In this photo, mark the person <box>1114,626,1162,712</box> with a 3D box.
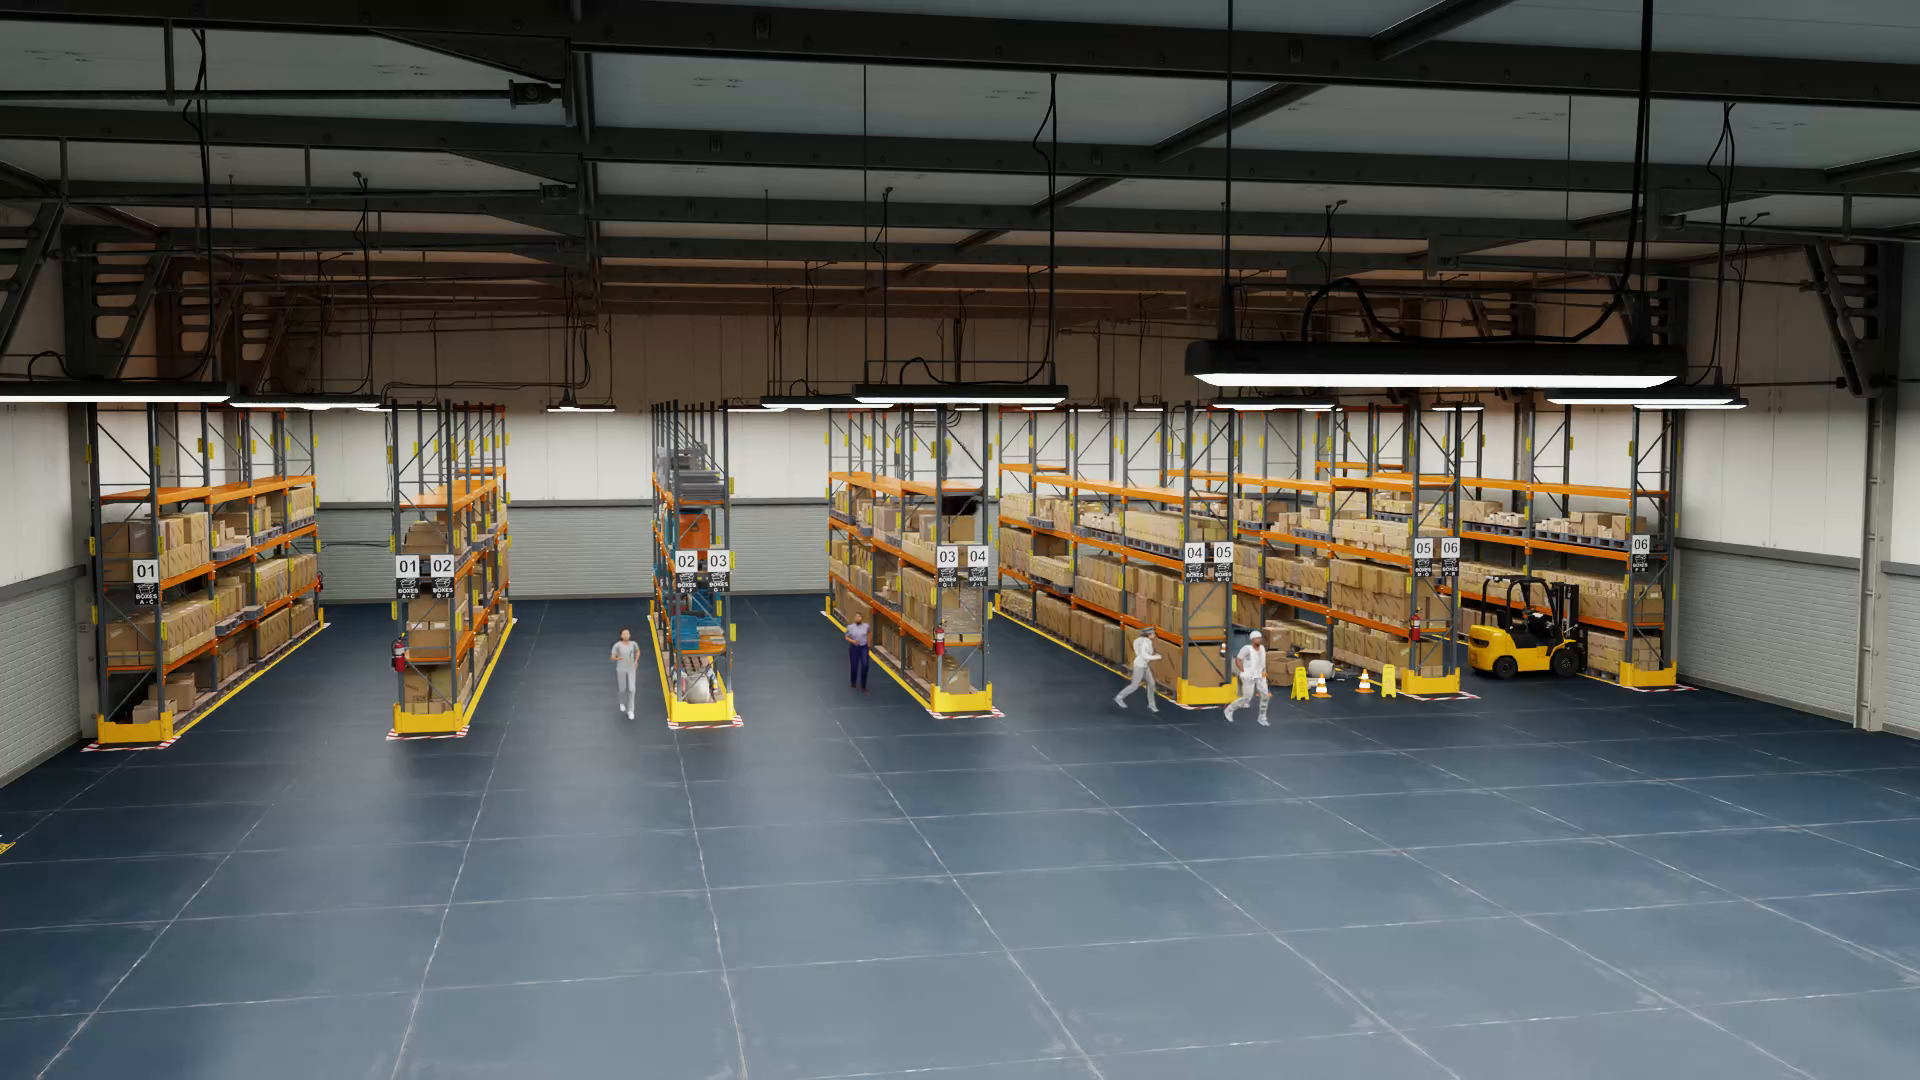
[{"bbox_3d":[3.440,2.501,32.093,0.927,1.707,0.645,1,4,11],"label":"person"}]

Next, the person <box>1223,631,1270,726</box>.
[{"bbox_3d":[5.369,2.558,30.717,0.892,1.777,0.706,-4,6,-43],"label":"person"}]

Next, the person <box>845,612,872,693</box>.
[{"bbox_3d":[-2.100,2.324,34.470,0.556,1.697,0.760,0,4,-6],"label":"person"}]

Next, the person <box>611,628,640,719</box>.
[{"bbox_3d":[-6.308,2.489,31.426,0.569,1.665,0.925,-1,5,-18],"label":"person"}]
